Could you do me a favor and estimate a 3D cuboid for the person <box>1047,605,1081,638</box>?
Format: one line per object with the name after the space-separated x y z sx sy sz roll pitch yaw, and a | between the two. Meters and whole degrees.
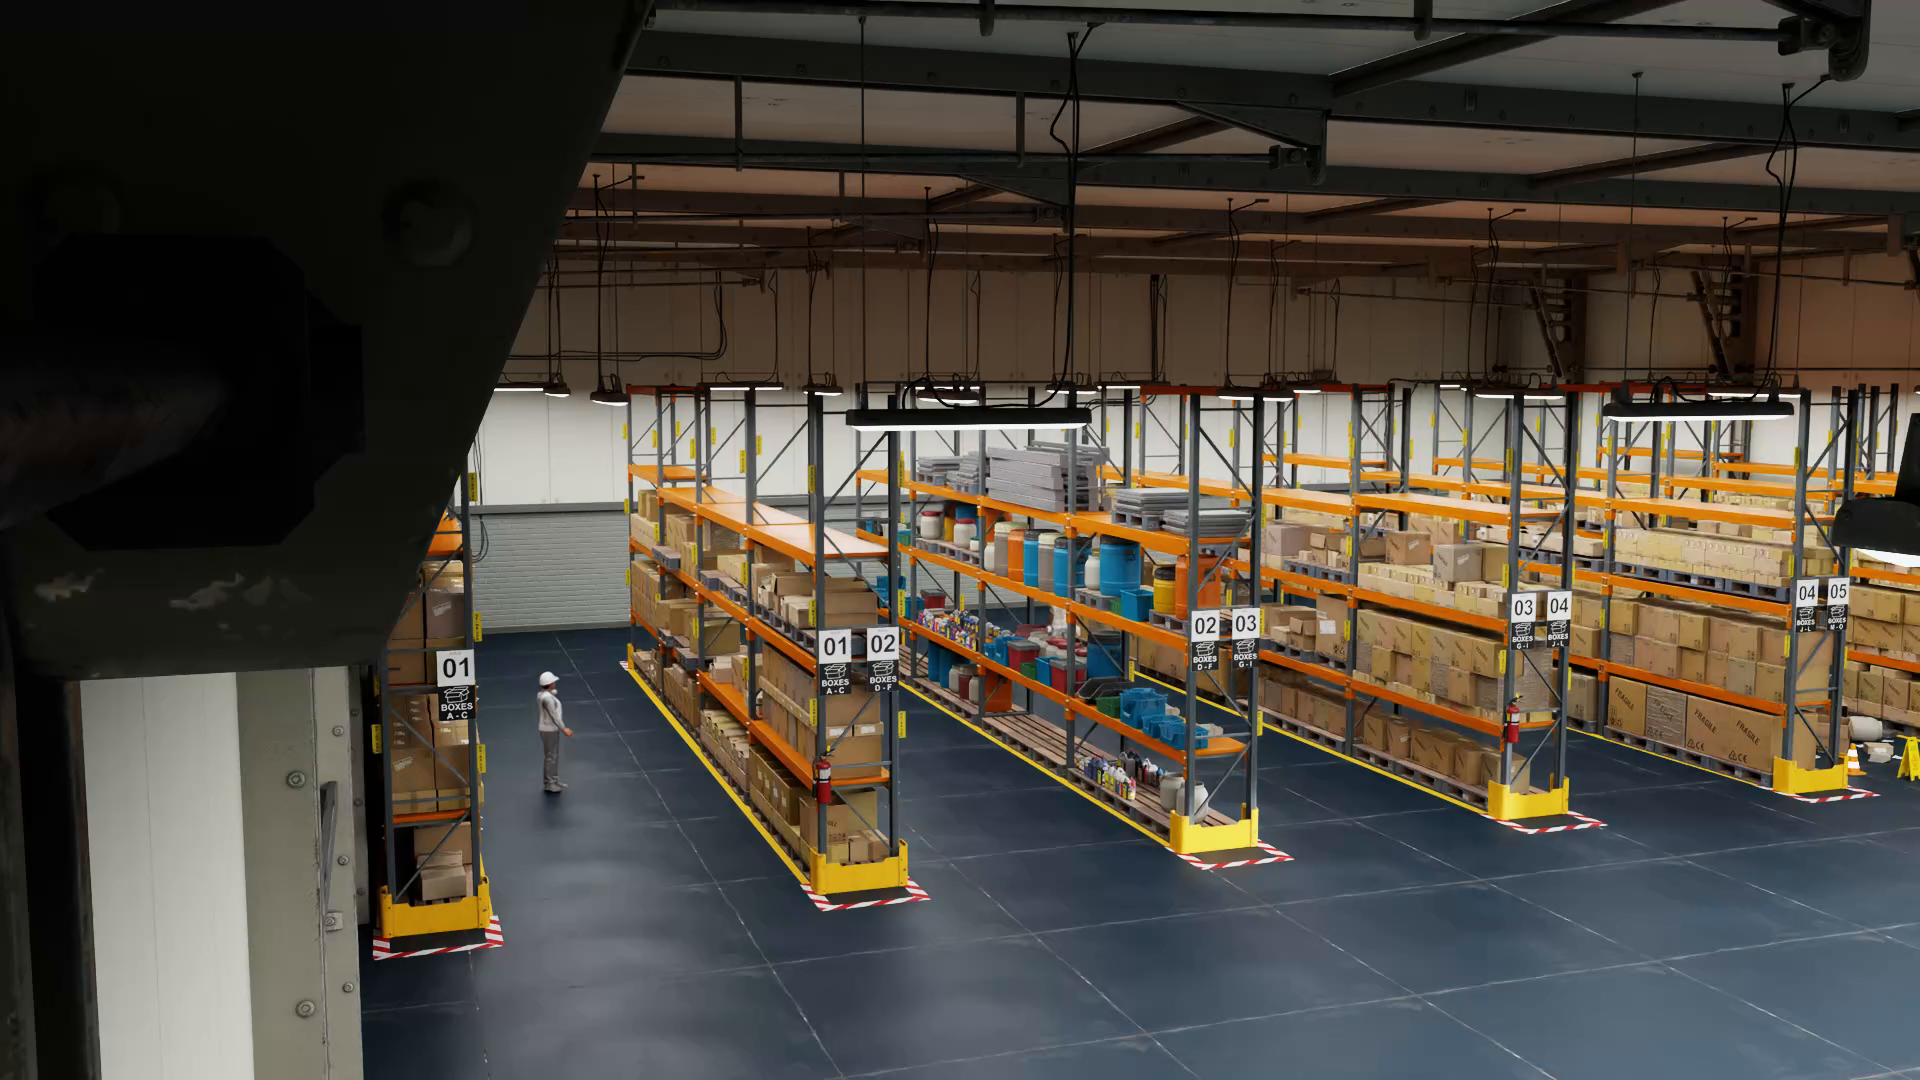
2.080 1.811 33.330 0.675 1.795 0.566 0 6 4 | person

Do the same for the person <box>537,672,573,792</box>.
-6.072 2.876 24.981 0.552 1.809 0.618 -1 6 -9 | person

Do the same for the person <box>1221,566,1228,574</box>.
6.624 1.191 42.136 0.689 1.568 0.455 -3 7 -28 | person
